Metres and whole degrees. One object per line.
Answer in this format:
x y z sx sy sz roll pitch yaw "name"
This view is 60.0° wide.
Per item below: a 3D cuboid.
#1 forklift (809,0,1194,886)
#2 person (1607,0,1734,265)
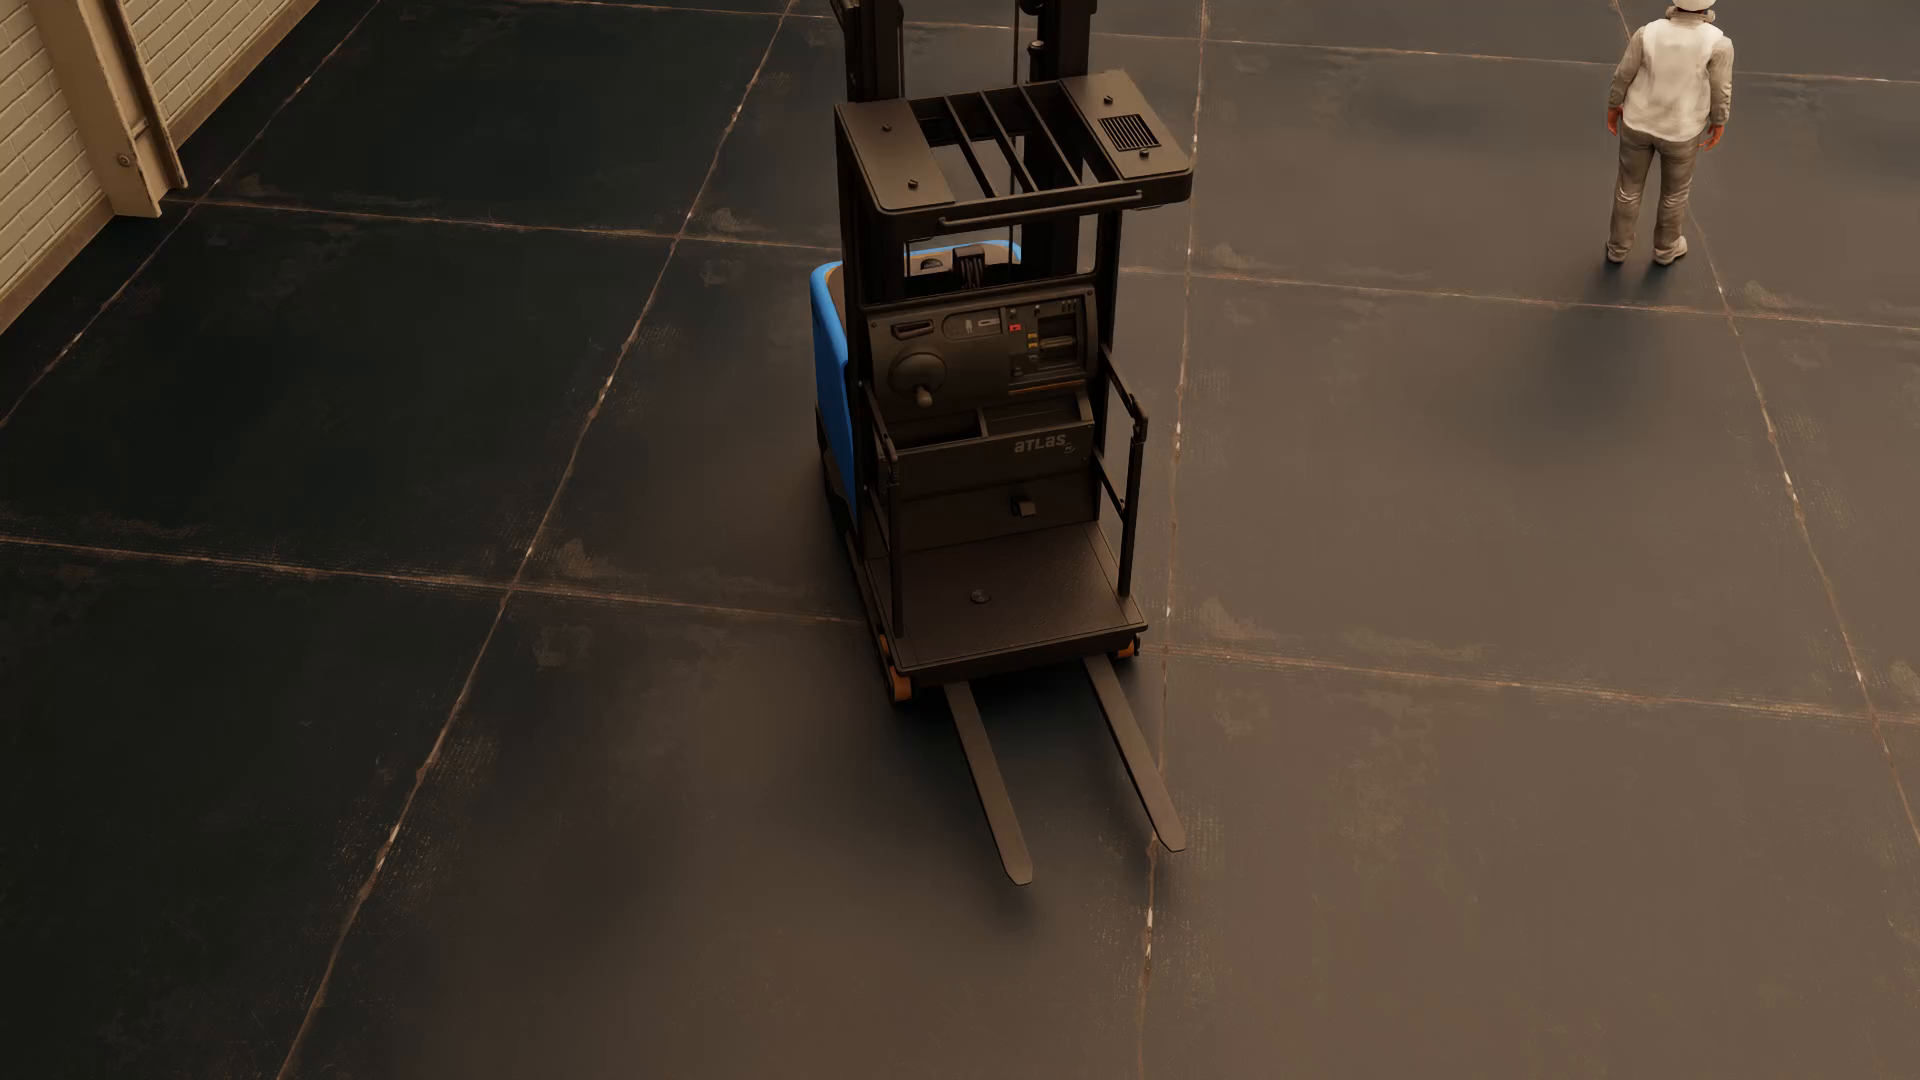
0.153 -0.681 6.465 1.130 2.935 3.031 -10 44 -11 "forklift"
3.867 -2.322 9.096 0.632 1.773 0.569 22 47 22 "person"
